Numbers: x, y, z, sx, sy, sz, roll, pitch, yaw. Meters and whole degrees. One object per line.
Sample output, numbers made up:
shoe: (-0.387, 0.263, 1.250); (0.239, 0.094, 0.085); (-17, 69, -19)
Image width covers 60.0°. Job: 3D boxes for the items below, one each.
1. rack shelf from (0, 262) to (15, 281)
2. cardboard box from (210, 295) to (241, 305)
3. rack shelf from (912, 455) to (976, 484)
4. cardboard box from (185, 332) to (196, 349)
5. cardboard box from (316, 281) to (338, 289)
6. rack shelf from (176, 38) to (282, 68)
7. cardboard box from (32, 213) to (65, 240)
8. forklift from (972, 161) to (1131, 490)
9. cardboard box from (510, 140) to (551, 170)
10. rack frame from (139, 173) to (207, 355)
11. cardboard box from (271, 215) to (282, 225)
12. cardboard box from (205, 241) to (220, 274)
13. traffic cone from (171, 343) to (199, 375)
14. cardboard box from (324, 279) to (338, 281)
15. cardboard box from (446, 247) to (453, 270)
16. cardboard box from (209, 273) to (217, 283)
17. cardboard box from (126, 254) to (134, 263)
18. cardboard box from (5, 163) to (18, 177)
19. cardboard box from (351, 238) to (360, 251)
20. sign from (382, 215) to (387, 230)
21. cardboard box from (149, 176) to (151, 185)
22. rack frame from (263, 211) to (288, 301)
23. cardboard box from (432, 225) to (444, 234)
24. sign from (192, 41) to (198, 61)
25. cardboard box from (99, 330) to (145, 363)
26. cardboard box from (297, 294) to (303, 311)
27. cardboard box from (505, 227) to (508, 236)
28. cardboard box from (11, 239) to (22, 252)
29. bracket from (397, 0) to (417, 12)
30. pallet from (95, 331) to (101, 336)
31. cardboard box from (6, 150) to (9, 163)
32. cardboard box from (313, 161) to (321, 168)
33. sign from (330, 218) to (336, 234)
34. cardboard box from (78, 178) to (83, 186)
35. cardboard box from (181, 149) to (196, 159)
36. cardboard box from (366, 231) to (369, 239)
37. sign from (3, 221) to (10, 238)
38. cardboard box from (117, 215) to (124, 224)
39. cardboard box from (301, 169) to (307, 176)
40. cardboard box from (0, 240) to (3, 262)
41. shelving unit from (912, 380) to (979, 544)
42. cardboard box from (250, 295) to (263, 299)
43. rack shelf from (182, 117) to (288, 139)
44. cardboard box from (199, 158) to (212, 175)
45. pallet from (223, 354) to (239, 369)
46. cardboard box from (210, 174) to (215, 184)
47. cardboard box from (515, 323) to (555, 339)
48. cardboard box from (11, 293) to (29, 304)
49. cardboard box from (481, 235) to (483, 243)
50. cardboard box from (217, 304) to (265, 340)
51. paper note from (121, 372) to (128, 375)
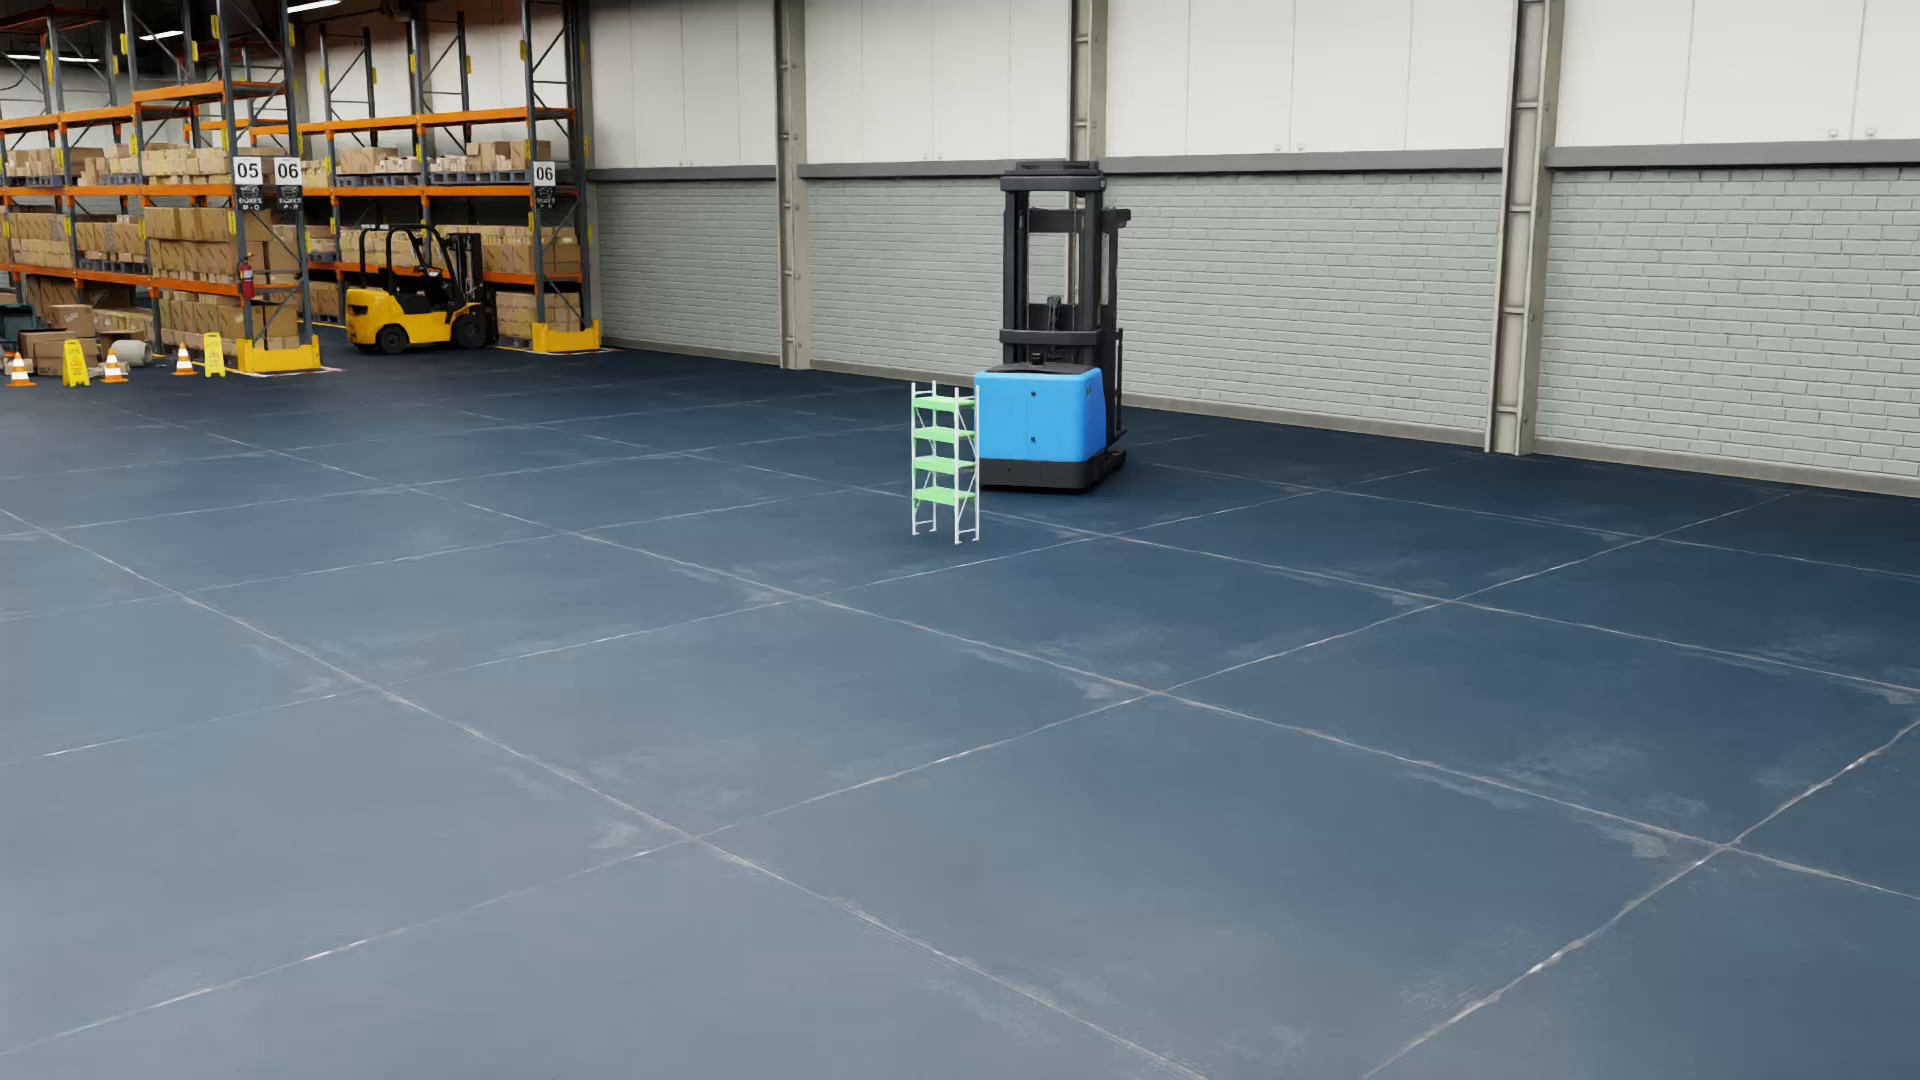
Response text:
rack shelf: (-20.126, -5.785, 35.342); (1.077, 0.370, 4.000); (-11, 16, -43)
cardboard box: (-11.502, -3.763, 26.052); (0.380, 0.149, 0.250); (-10, 15, -41)
rack shelf: (-0.114, -0.549, 12.921); (0.258, 0.148, 0.480); (-11, 16, -43)
cardboard box: (-12.263, -3.260, 27.076); (0.500, 0.250, 0.500); (-11, 16, -43)
cardboard box: (-13.430, -5.415, 35.309); (0.380, 0.149, 0.250); (-10, 15, -41)
rack shelf: (-16.539, -11.044, 37.761); (1.077, 0.370, 4.000); (-11, 16, -43)
cardboard box: (-17.571, -6.062, 32.175); (0.500, 0.500, 0.500); (-11, 16, -43)
forklift: (1.014, -2.139, 16.030); (1.130, 2.935, 3.031); (3, 12, 16)
cardboard box: (-7.352, -6.590, 28.496); (0.500, 0.500, 0.500); (-10, 15, -41)
rack frame: (-13.220, -4.678, 28.186); (1.000, 3.000, 0.127); (-11, 16, -43)
cardboard box: (-15.993, -7.232, 38.357); (0.500, 0.500, 0.500); (11, 16, 44)
cardboard box: (-11.374, -4.404, 25.868); (0.500, 0.500, 0.500); (-11, 16, -42)
traffic cone: (-11.688, -2.735, 25.040); (0.336, 0.463, 0.334); (-11, 16, -43)
cardboard box: (-13.617, -5.600, 36.204); (0.250, 0.149, 0.380); (11, 16, 43)
cardboard box: (-9.143, -5.245, 30.687); (0.500, 0.500, 0.500); (-11, 16, -42)
cardboard box: (-11.487, -4.092, 25.960); (0.380, 0.149, 0.250); (-11, 16, -42)
cardboard box: (-14.149, -4.871, 28.704); (0.380, 0.149, 0.250); (-11, 16, -43)
cardboard box: (-18.652, -7.333, 32.930); (0.396, 0.266, 0.258); (-11, 16, -43)
cardboard box: (-11.920, -5.954, 33.509); (0.500, 0.250, 0.500); (-10, 15, -41)
sign: (-11.996, -6.599, 34.640); (0.100, 0.325, 0.005); (-11, 16, -43)
cardboard box: (-13.182, -5.944, 27.518); (0.380, 0.149, 0.250); (-11, 16, -43)
rack frame: (-15.157, -6.538, 37.213); (1.000, 3.000, 0.127); (-11, 16, -43)
cardboard box: (-9.627, -5.795, 31.014); (0.380, 0.149, 0.250); (-10, 16, -41)
sign: (-12.815, -8.186, 27.832); (0.100, 0.325, 0.005); (-11, 16, -43)
cardboard box: (-13.464, -3.109, 26.758); (0.500, 0.500, 0.500); (-1, 12, -4)
cardboard box: (-13.916, -5.191, 35.829); (0.500, 0.500, 0.500); (11, 16, 43)
cardboard box: (-7.781, -5.435, 29.265); (0.380, 0.149, 0.250); (-11, 16, -42)
cardboard box: (-18.645, -5.914, 33.315); (0.500, 0.250, 0.500); (11, 16, 44)
bracket: (-10.813, -10.481, 32.563); (0.235, 0.232, 0.430); (-11, 16, -43)
pallet: (-15.444, -3.782, 30.746); (1.003, 0.211, 1.213); (-11, 16, -43)
cardboard box: (-19.699, -7.813, 34.421); (0.797, 0.503, 0.637); (-9, 15, -38)
cardboard box: (-13.172, -7.785, 34.477); (0.250, 0.149, 0.380); (11, 16, 43)
sign: (-12.781, -6.406, 33.897); (0.100, 0.325, 0.005); (-11, 16, -43)
cardboard box: (-15.888, -6.539, 30.404); (0.380, 0.149, 0.250); (-11, 16, -43)
cardboard box: (-11.988, -6.059, 26.098); (0.380, 0.149, 0.250); (-10, 16, -41)
cardboard box: (-11.622, -6.092, 33.191); (0.380, 0.149, 0.250); (-11, 16, -42)
sign: (-19.145, -6.231, 33.381); (0.100, 0.325, 0.005); (-11, 16, -43)
cardboard box: (-14.394, -5.568, 28.870); (0.250, 0.149, 0.380); (11, 16, 43)
cardboard box: (-13.684, -7.755, 35.069); (0.380, 0.149, 0.250); (-10, 15, -41)
cardboard box: (-19.609, -6.001, 34.359); (0.500, 0.500, 0.500); (11, 16, 44)
shelving unit: (-0.114, -0.612, 12.908); (0.258, 1.200, 0.503); (-11, 16, -43)
cardboard box: (-16.001, -5.497, 37.895); (0.396, 0.266, 0.258); (-10, 15, -41)
rack shelf: (-16.539, -9.414, 38.097); (1.077, 0.370, 4.000); (-11, 16, -43)
cardboard box: (-11.343, -5.749, 25.581); (0.500, 0.250, 0.500); (-11, 16, -43)
pallet: (-11.046, -2.863, 26.287); (1.003, 0.211, 1.213); (-11, 16, -43)
cardboard box: (-11.261, -5.529, 25.504); (0.380, 0.149, 0.250); (-10, 15, -41)
cardboard box: (-7.423, -3.670, 29.066); (0.500, 0.250, 0.500); (-11, 16, -42)
cardboard box: (-19.101, -4.903, 34.586); (0.875, 0.438, 0.875); (-11, 16, -43)
cardboard box: (-8.549, -5.426, 29.958); (0.380, 0.149, 0.250); (-11, 16, -44)
cardboard box: (-11.200, -3.401, 25.903); (0.500, 0.500, 0.500); (-11, 16, -42)
paper note: (-12.550, -2.501, 24.975); (0.142, 0.019, 0.148); (6, 13, 26)
